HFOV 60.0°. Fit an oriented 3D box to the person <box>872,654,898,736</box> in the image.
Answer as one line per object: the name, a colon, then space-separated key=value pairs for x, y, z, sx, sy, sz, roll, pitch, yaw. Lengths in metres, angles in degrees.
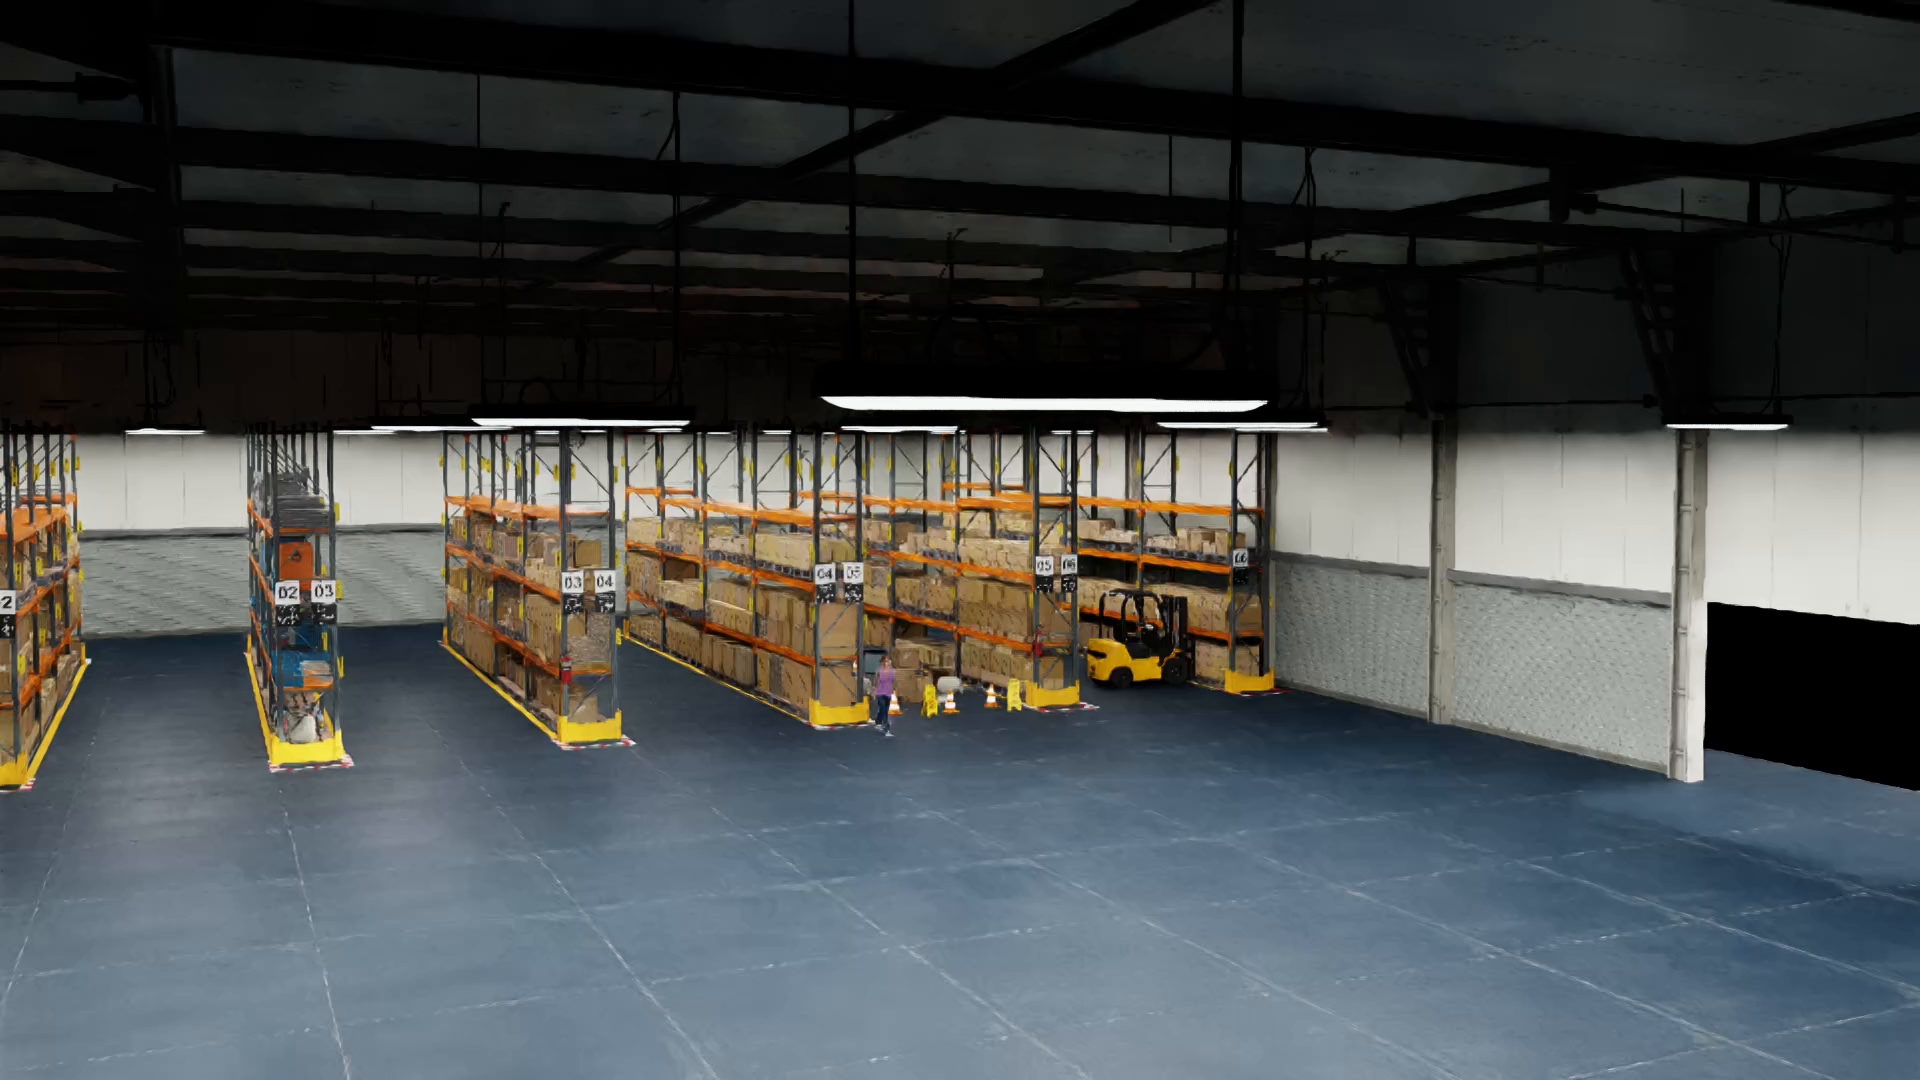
person: x=-1.429 y=2.965 z=31.889 sx=0.429 sy=1.508 sz=0.949 roll=-2 pitch=4 yaw=-26
